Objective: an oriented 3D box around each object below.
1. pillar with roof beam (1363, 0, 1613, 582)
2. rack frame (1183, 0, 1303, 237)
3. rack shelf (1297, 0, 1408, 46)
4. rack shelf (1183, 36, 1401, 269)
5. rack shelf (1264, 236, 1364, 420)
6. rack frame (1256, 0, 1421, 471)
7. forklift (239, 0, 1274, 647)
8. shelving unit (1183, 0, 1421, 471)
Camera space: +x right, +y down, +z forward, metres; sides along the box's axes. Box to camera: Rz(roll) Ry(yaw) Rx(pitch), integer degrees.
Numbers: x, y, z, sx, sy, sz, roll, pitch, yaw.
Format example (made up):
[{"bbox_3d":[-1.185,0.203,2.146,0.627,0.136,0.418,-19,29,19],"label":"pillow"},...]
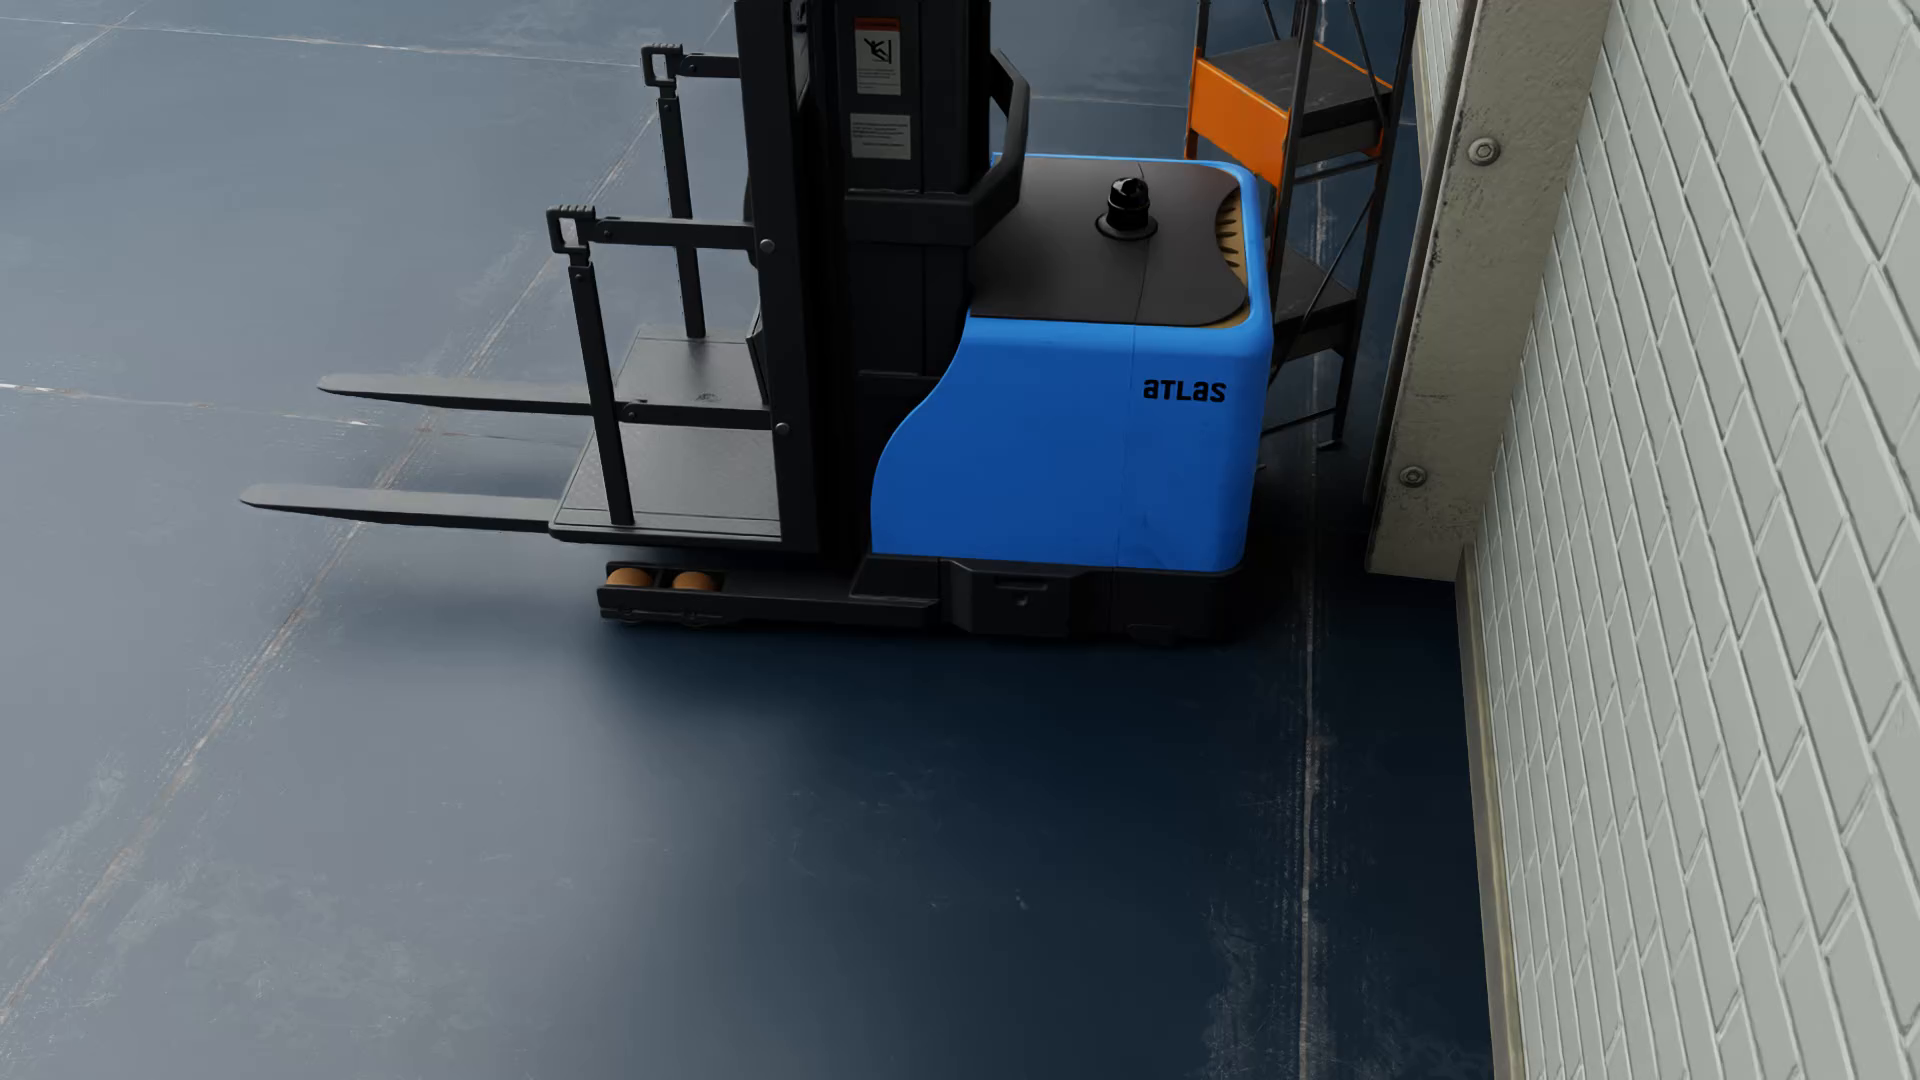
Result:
[{"bbox_3d":[-2.805,-3.953,2.969,9.100,9.000,0.400,6,40,8],"label":"pillar with roof beam"},{"bbox_3d":[0.887,-1.361,5.249,0.400,2.100,0.015,-19,43,-21],"label":"rack frame"},{"bbox_3d":[1.001,-1.753,4.645,0.431,0.518,0.480,-19,43,-21],"label":"rack shelf"},{"bbox_3d":[1.001,-1.213,5.091,0.431,0.518,0.480,-19,43,-21],"label":"rack shelf"},{"bbox_3d":[1.001,-0.674,5.537,0.431,0.518,0.480,-19,43,-21],"label":"rack shelf"},{"bbox_3d":[1.115,-1.086,4.916,0.400,2.100,0.015,-19,43,-21],"label":"rack frame"},{"bbox_3d":[-0.654,-1.203,4.405,3.031,2.935,1.130,3,40,4],"label":"forklift"},{"bbox_3d":[1.001,-1.224,5.082,0.431,2.100,0.503,-19,43,-21],"label":"shelving unit"}]
